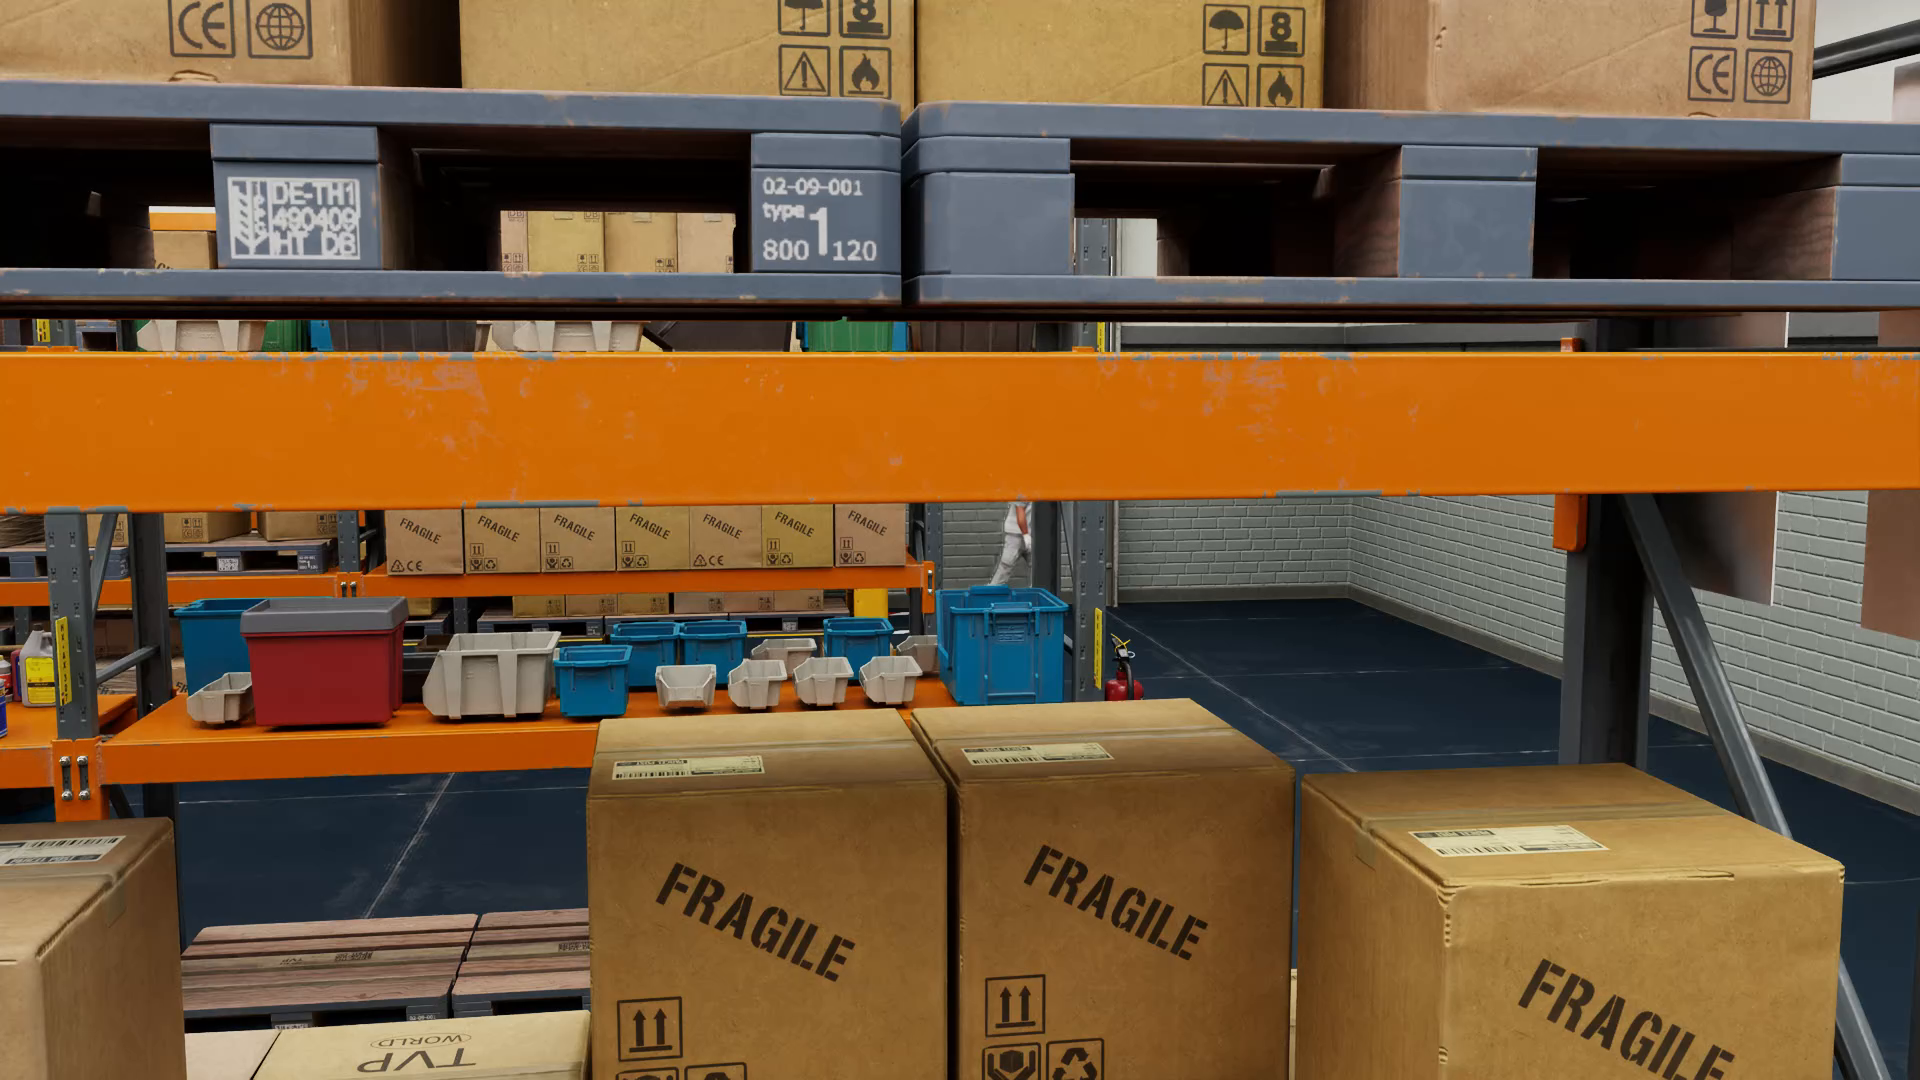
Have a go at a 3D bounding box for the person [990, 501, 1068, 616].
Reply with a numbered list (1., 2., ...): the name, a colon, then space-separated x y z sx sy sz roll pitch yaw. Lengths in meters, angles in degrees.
1. person: 0.696 -0.057 17.551 0.860 1.755 0.576 2 7 15
